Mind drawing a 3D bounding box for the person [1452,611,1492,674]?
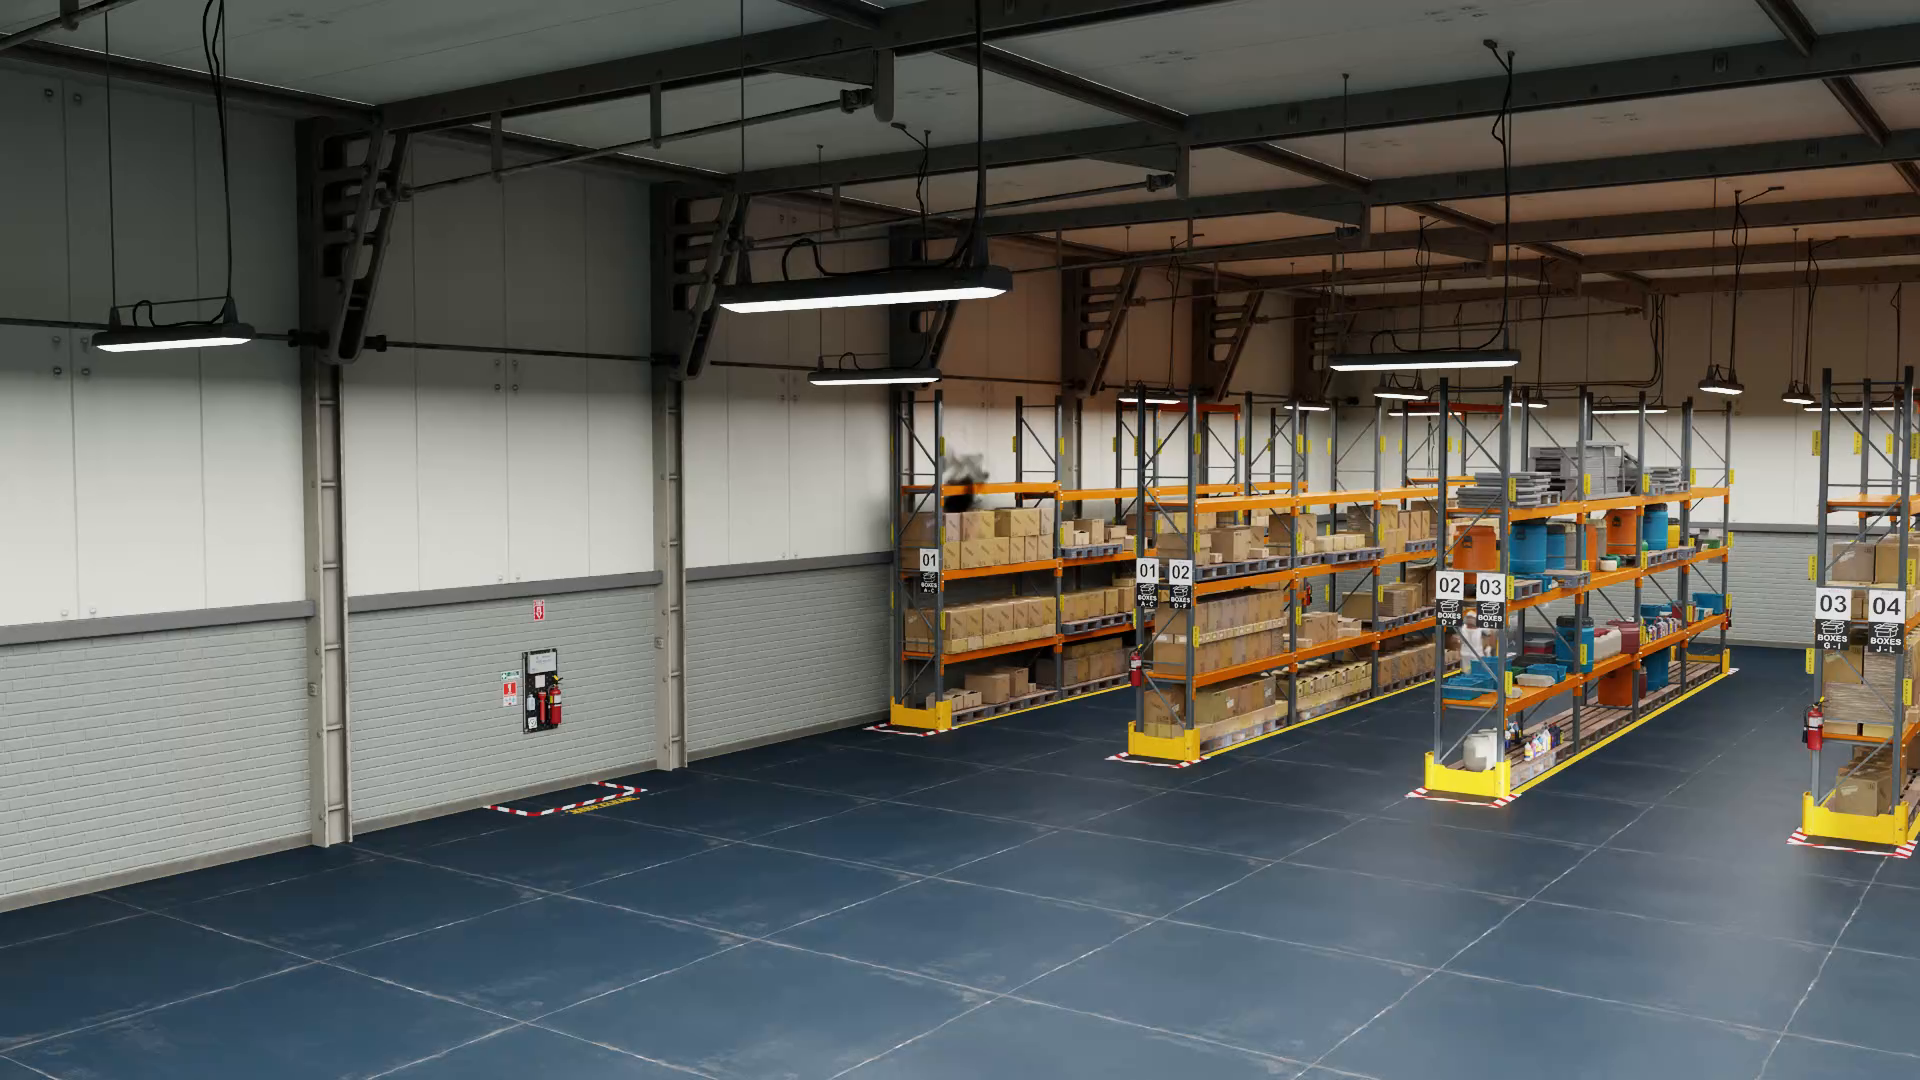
[{"bbox_3d":[9.918,2.290,32.297,0.683,1.856,0.811,2,4,32],"label":"person"}]
